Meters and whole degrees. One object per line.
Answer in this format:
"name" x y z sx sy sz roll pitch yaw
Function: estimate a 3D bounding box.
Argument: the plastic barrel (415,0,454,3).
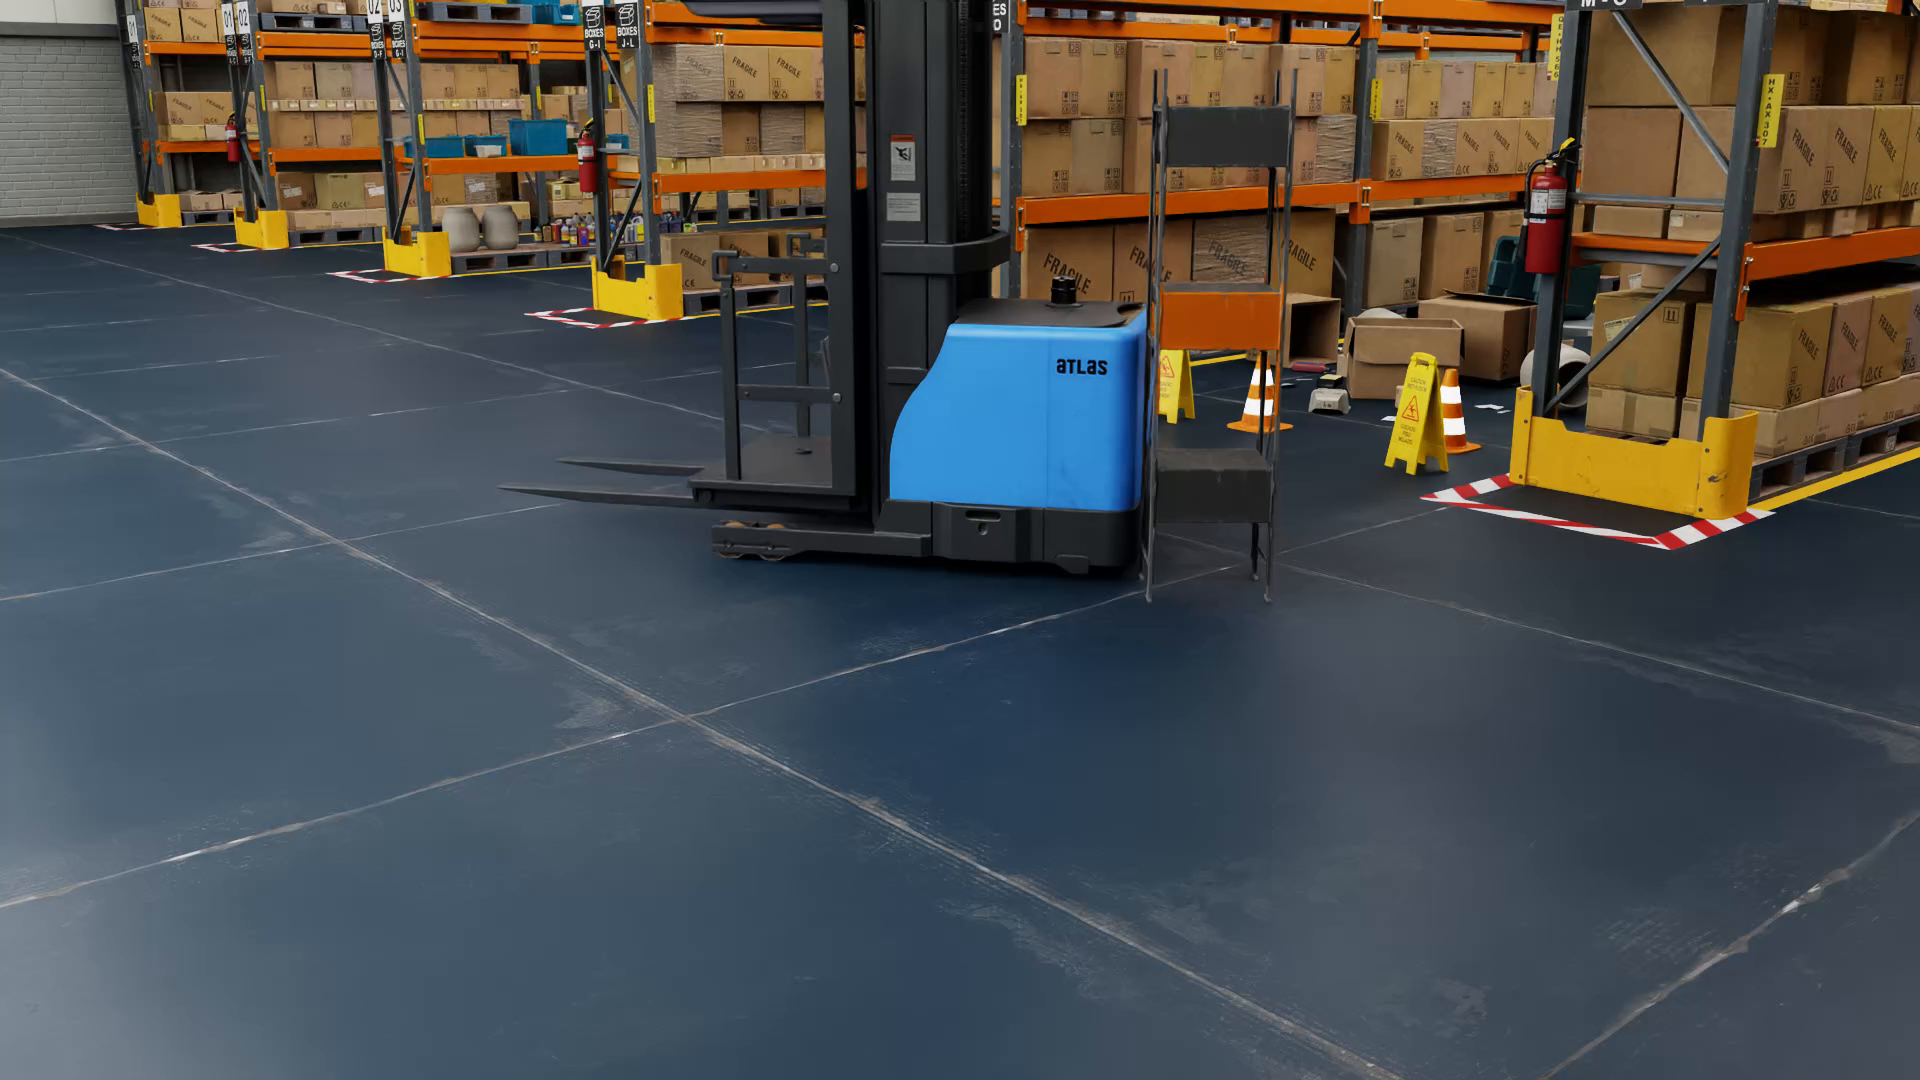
"plastic barrel" -6.094 -6.529 18.922 0.708 0.830 0.600 -13 19 -39

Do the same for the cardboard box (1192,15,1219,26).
"cardboard box" 2.712 -6.202 19.634 0.500 0.250 0.500 -13 19 -39

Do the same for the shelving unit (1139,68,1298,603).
"shelving unit" 1.021 -0.810 6.714 0.503 2.100 0.431 0 15 1

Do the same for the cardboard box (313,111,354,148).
"cardboard box" -8.872 -5.742 23.241 0.500 0.500 0.700 -12 19 -38

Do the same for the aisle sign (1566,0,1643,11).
"aisle sign" 3.143 -2.971 8.022 0.004 0.787 0.394 -13 19 -39

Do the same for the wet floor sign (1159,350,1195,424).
"wet floor sign" 1.332 -1.088 10.572 0.267 0.644 0.232 12 19 37

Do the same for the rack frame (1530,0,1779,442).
"rack frame" 3.380 -1.669 8.186 0.127 3.000 1.000 -13 19 -39

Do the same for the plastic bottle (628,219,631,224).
"plastic bottle" -4.131 -3.903 20.962 0.133 0.283 0.061 -13 19 -39

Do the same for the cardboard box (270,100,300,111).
"cardboard box" -9.188 -5.914 22.626 0.250 0.149 0.380 -13 20 -40

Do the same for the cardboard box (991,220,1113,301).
"cardboard box" 0.522 -1.920 12.427 0.875 0.875 0.875 -13 19 -39

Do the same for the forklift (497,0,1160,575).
"forklift" -0.631 -1.447 7.486 3.031 2.935 1.130 3 15 13

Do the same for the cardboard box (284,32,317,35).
"cardboard box" -10.864 -8.358 27.182 0.500 0.500 0.500 -14 20 -41

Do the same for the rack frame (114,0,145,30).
"rack frame" -12.880 -9.390 25.465 0.127 3.000 1.000 -13 19 -39

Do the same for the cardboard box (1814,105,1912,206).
"cardboard box" 4.691 -2.062 8.888 0.500 0.500 0.500 -13 20 -40

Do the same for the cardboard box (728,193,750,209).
"cardboard box" -3.827 -5.620 27.494 0.500 0.250 0.500 -12 19 -38

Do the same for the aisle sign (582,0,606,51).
"aisle sign" -3.369 -4.902 15.252 0.004 0.787 0.394 -13 19 -39

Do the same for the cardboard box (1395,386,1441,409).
"cardboard box" 3.042 -0.907 10.857 0.250 0.149 0.380 -3 15 -11

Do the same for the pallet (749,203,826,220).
"pallet" -3.002 -5.655 28.510 1.213 0.211 1.003 -13 19 -39

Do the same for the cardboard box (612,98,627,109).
"cardboard box" -6.311 -8.081 31.380 0.500 0.500 0.500 -12 19 -38

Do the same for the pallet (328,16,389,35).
"pallet" -8.154 -7.256 23.462 1.213 0.211 1.003 -13 19 -39

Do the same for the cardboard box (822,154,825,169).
"cardboard box" -1.457 -3.782 16.584 0.250 0.149 0.380 -13 19 -39

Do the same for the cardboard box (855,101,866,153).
"cardboard box" -1.199 -4.222 16.972 0.500 0.500 0.875 -13 19 -39

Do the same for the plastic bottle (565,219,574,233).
"plastic bottle" -4.966 -3.916 21.025 0.135 0.276 0.152 -13 20 -41

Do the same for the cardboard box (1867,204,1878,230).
"cardboard box" 4.761 -1.780 9.090 0.250 0.149 0.380 -12 19 -37

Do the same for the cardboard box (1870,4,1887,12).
"cardboard box" 10.804 -6.311 20.042 0.500 0.250 0.500 -12 19 -37

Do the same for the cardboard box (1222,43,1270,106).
"cardboard box" 1.935 -3.651 13.223 0.550 0.550 0.875 -13 19 -39

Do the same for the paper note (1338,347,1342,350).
"paper note" 3.159 -1.569 13.563 0.147 0.020 0.142 2 15 9

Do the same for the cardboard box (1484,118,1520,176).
"cardboard box" 4.787 -3.634 15.348 0.500 0.500 0.500 -12 19 -39

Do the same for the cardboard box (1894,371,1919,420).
"cardboard box" 5.346 -0.891 9.788 0.500 0.250 0.500 -12 19 -39

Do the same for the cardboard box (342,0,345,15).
"cardboard box" -8.510 -7.545 23.458 0.500 0.311 0.500 -10 18 -33

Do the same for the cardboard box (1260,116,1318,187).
"cardboard box" 2.401 -3.203 13.639 0.550 0.550 0.875 -13 19 -39

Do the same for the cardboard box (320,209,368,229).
"cardboard box" -8.700 -4.535 23.429 0.500 0.250 0.500 -13 19 -39

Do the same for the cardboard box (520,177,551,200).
"cardboard box" -6.491 -5.475 25.862 0.500 0.311 0.500 -13 19 -39

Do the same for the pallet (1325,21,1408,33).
"pallet" 5.268 -6.823 22.039 1.217 0.209 0.805 -14 20 -42

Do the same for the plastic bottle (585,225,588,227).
"plastic bottle" -4.732 -3.893 21.082 0.097 0.201 0.097 0 15 0

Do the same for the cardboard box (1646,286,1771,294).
"cardboard box" 4.204 -1.181 9.421 0.500 0.500 0.500 -12 19 -37

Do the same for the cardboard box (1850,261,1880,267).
"cardboard box" 5.641 -1.840 10.630 0.250 0.149 0.380 -12 19 -39

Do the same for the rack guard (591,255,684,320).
"rack guard" -3.068 -2.403 15.779 0.348 0.500 1.175 -13 19 -39

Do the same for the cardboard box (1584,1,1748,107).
"cardboard box" 3.622 -2.473 8.488 0.500 0.500 0.700 -13 20 -41

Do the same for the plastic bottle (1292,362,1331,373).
"plastic bottle" 2.648 -1.291 12.466 0.283 0.061 0.133 8 17 28

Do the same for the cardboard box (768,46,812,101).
"cardboard box" -1.774 -4.482 16.008 0.500 0.500 0.500 -13 19 -39

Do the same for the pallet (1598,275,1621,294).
"pallet" 6.680 -2.756 17.657 1.213 0.211 1.003 -13 19 -39

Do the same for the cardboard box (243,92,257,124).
"cardboard box" -11.549 -6.981 26.872 0.500 0.500 0.500 -13 20 -41

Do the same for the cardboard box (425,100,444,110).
"cardboard box" -7.631 -6.264 23.938 0.250 0.149 0.380 -12 19 -38

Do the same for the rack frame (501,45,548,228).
"rack frame" -6.608 -6.205 25.167 0.127 3.000 1.000 -13 19 -39

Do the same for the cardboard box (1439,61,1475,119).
"cardboard box" 4.211 -4.083 15.091 0.500 0.500 0.700 -12 19 -39

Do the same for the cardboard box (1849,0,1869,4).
"cardboard box" 10.395 -6.467 19.659 0.500 0.250 0.500 -12 19 -38

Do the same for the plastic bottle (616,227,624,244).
"plastic bottle" -4.241 -3.796 20.719 0.097 0.201 0.097 0 15 0

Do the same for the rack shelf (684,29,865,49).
"rack shelf" -1.851 -6.681 22.529 4.000 0.370 1.077 -13 19 -39

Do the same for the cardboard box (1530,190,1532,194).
"cardboard box" 8.514 -5.361 25.311 0.875 0.875 0.875 -13 19 -39

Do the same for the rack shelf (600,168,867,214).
"rack shelf" -1.617 -3.589 16.770 4.000 0.370 1.077 -13 19 -39

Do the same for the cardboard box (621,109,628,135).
"cardboard box" -5.243 -6.554 26.282 0.500 0.500 0.500 -13 19 -39

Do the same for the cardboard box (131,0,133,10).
"cardboard box" -12.726 -8.605 26.171 0.500 0.500 0.500 -12 19 -37

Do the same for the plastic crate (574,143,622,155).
"plastic crate" -4.418 -4.788 20.375 0.437 0.136 0.530 -13 19 -39

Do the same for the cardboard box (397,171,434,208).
"cardboard box" -7.942 -5.065 23.962 0.500 0.500 0.500 -13 19 -39
